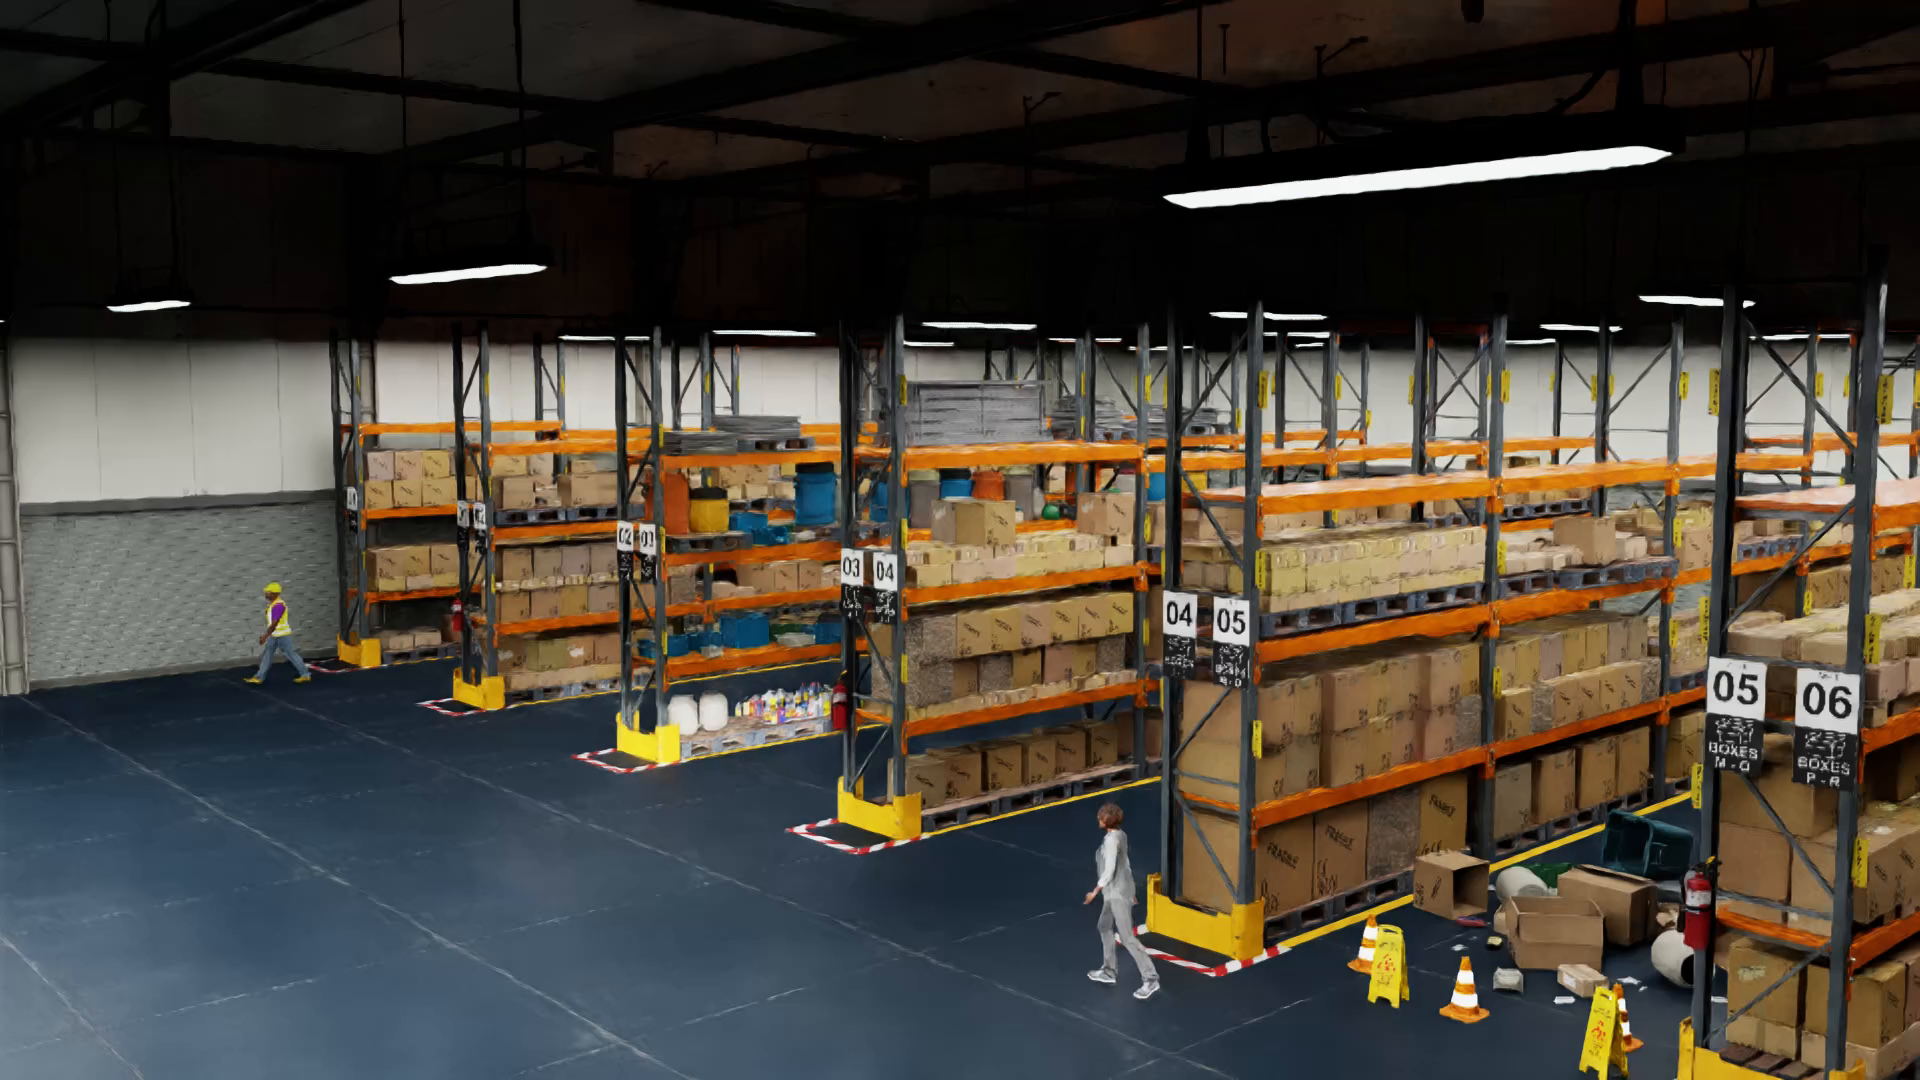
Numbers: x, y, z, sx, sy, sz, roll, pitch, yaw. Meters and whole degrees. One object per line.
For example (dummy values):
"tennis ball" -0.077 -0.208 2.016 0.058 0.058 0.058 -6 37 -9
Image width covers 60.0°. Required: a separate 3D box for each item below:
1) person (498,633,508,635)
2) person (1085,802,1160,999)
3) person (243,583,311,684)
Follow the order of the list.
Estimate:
"person" -8.161 1.447 29.502 0.512 1.632 0.639 -5 8 -43
"person" 1.369 3.010 13.963 0.644 1.565 0.581 1 6 10
"person" -11.430 1.561 27.798 1.041 1.708 0.570 -4 7 -33
